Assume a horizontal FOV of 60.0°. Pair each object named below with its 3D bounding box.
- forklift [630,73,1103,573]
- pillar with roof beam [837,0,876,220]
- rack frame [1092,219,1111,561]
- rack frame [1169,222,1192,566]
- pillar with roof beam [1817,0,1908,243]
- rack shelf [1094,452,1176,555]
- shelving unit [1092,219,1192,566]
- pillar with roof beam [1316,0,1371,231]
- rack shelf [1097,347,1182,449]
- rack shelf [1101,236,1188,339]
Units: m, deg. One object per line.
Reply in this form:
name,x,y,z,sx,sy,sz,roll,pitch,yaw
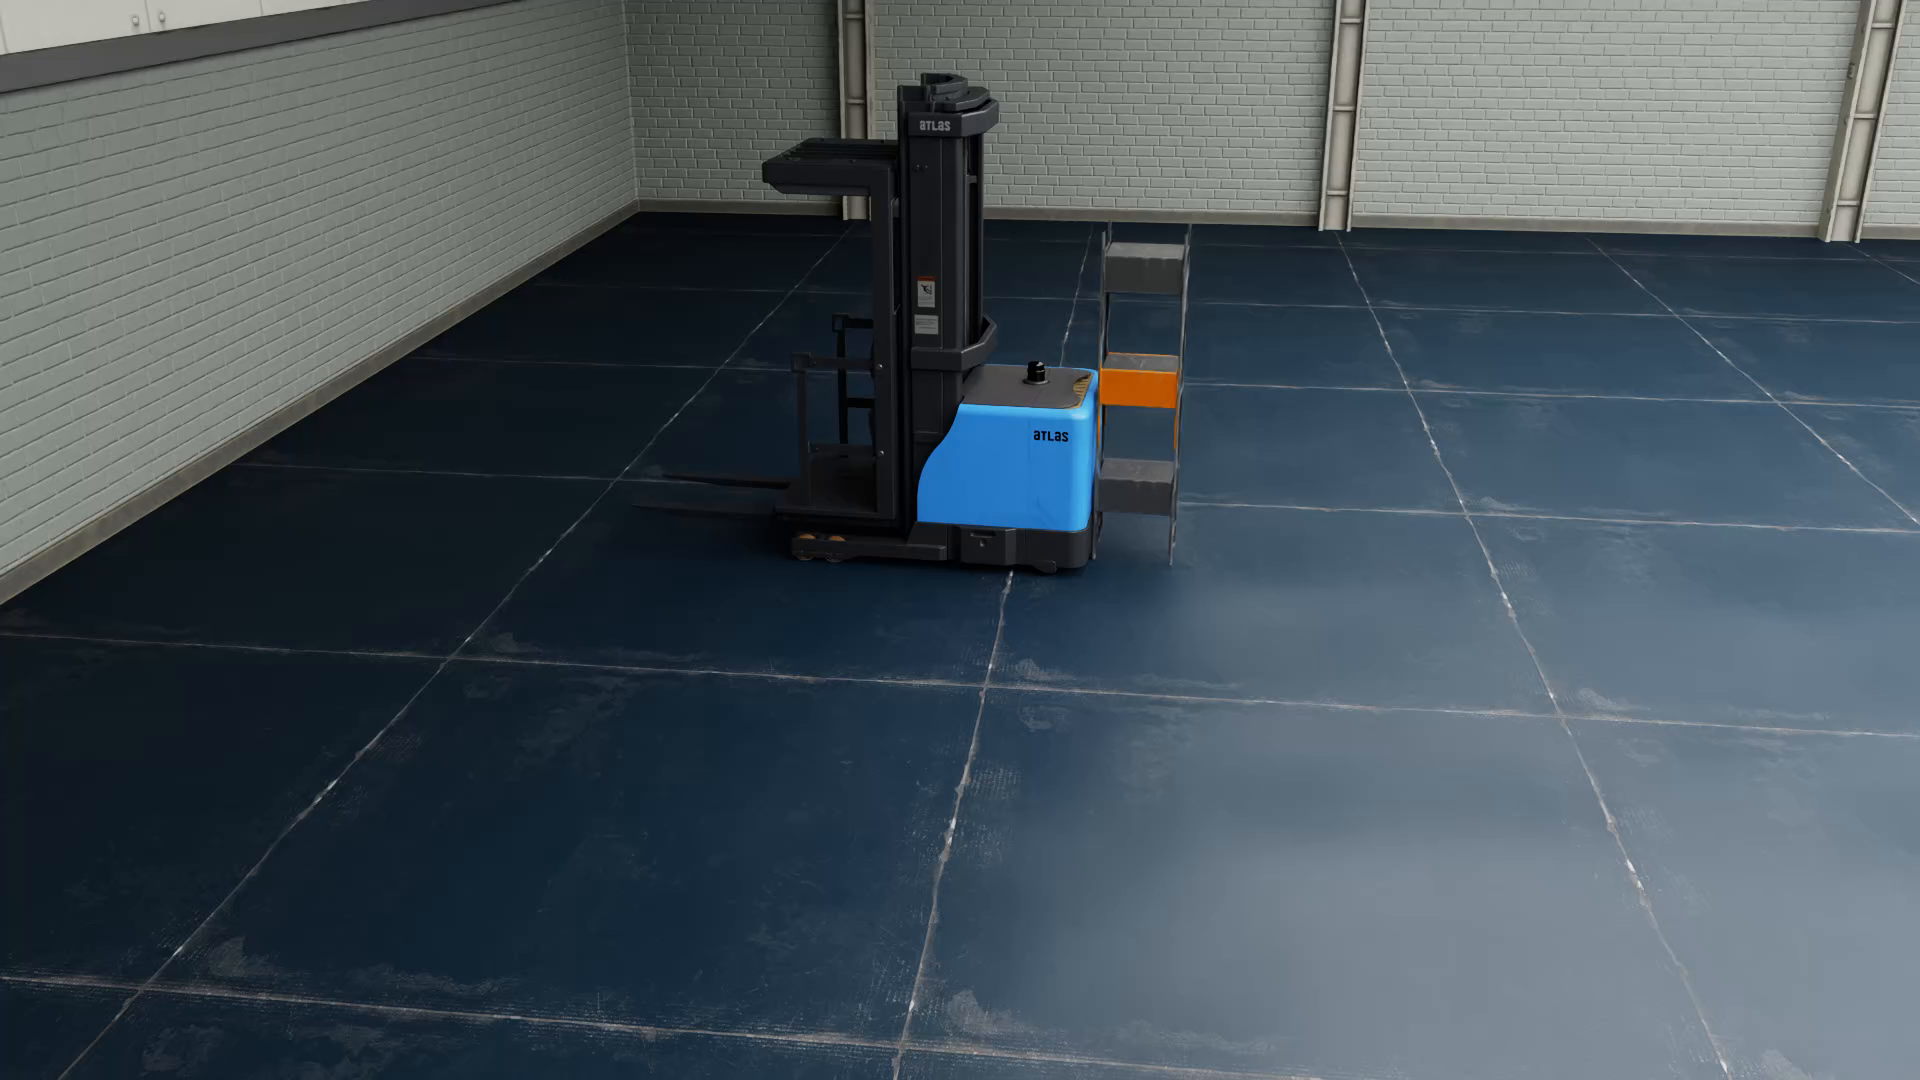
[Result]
forklift,-0.620,-1.405,10.507,3.031,2.935,1.130,4,22,10
pillar with roof beam,-1.796,-6.768,15.818,0.400,9.000,9.100,2,22,6
rack frame,0.886,-0.918,10.406,0.015,2.100,0.400,4,22,10
rack frame,1.366,-0.885,10.322,0.015,2.100,0.400,4,22,10
pillar with roof beam,10.121,-6.248,14.505,0.400,9.000,9.100,2,22,6
rack shelf,1.127,-0.238,10.626,0.480,0.518,0.431,4,22,10
shelving unit,1.126,-0.902,10.364,0.503,2.100,0.431,4,22,10
pillar with roof beam,4.163,-6.508,15.162,0.400,9.000,9.100,2,22,6
rack shelf,1.126,-0.889,10.369,0.480,0.518,0.431,4,22,10
rack shelf,1.125,-1.540,10.112,0.480,0.518,0.431,4,22,10
